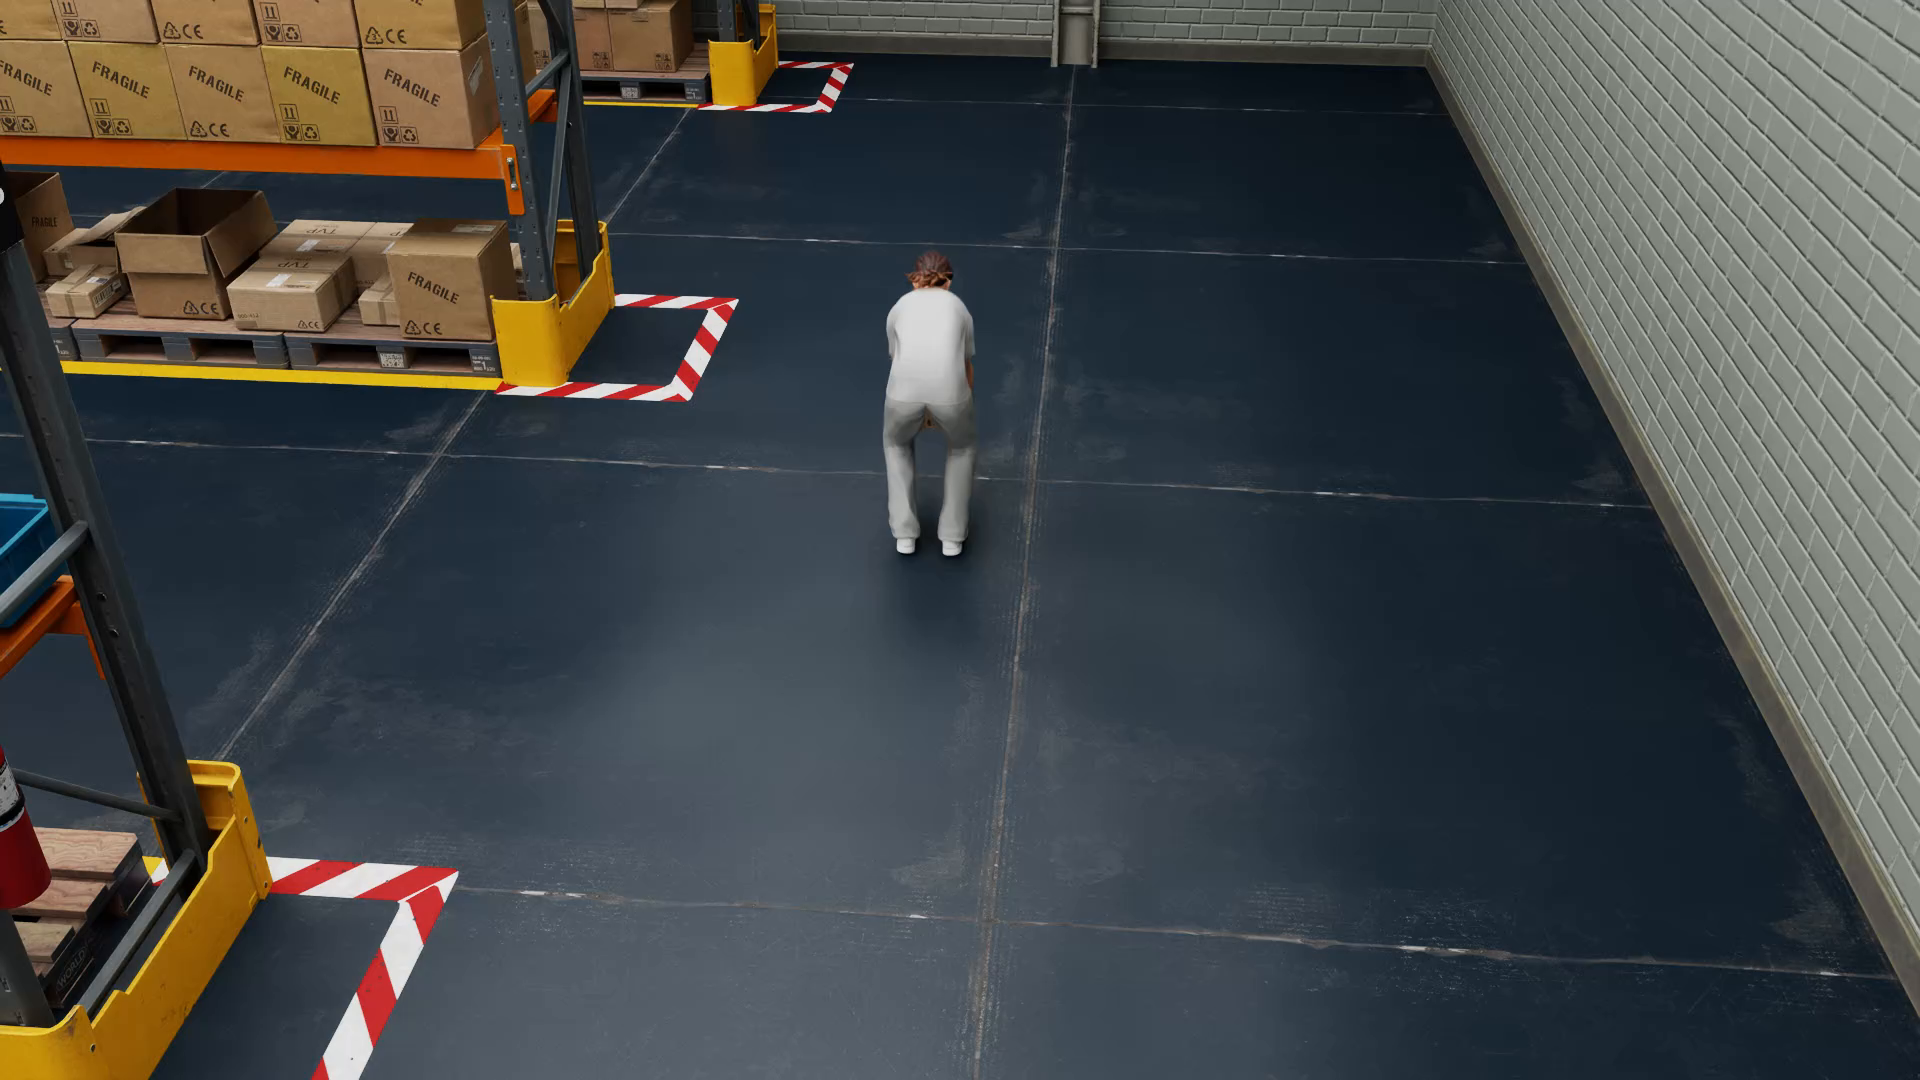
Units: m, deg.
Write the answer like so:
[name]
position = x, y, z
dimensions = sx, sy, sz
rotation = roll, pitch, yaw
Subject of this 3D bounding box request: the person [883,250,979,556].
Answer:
[person]
position = -0.127, -0.607, 7.558
dimensions = 0.434, 1.199, 0.837
rotation = 1, 32, 2
